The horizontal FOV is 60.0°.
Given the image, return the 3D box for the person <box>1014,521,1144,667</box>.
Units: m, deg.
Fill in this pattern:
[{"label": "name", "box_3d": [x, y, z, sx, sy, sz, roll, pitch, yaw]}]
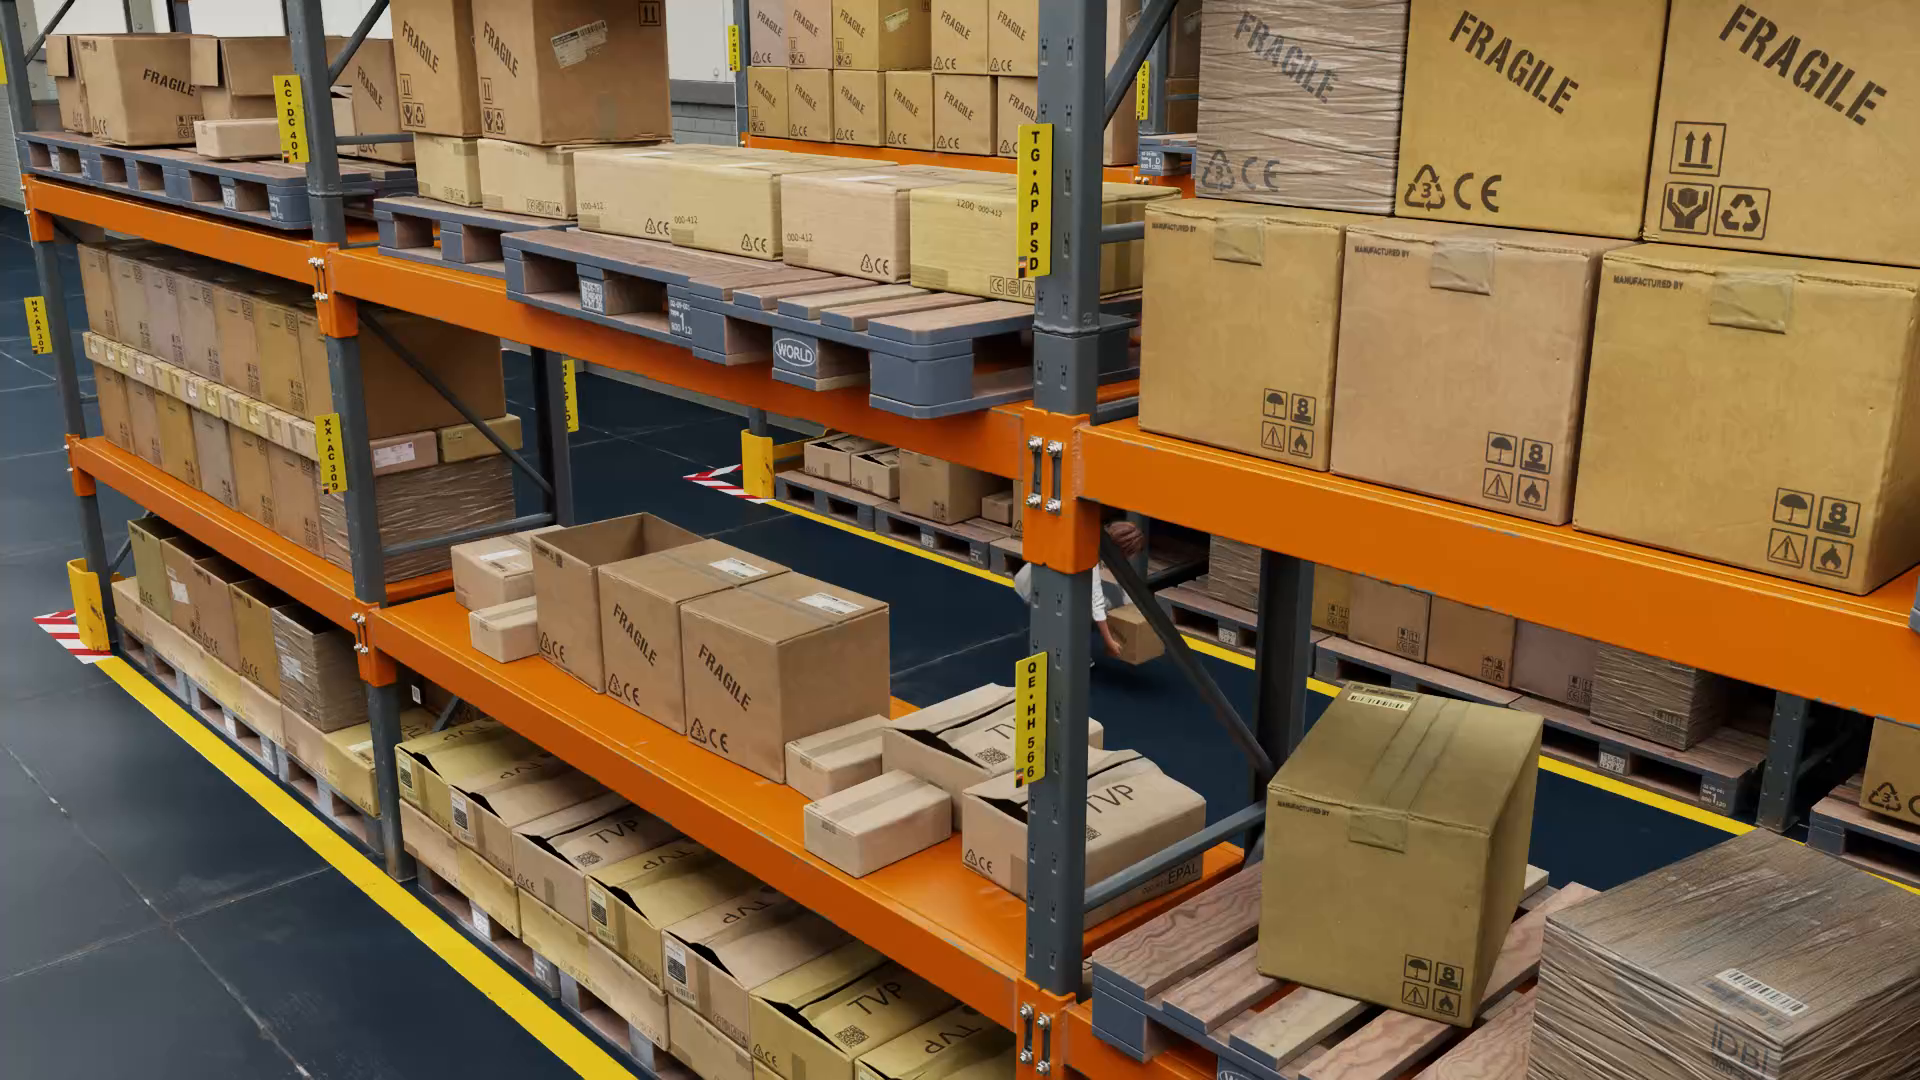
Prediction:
[{"label": "person", "box_3d": [0.694, 0.329, 9.628, 0.773, 0.935, 0.447, 11, 21, 32]}]
